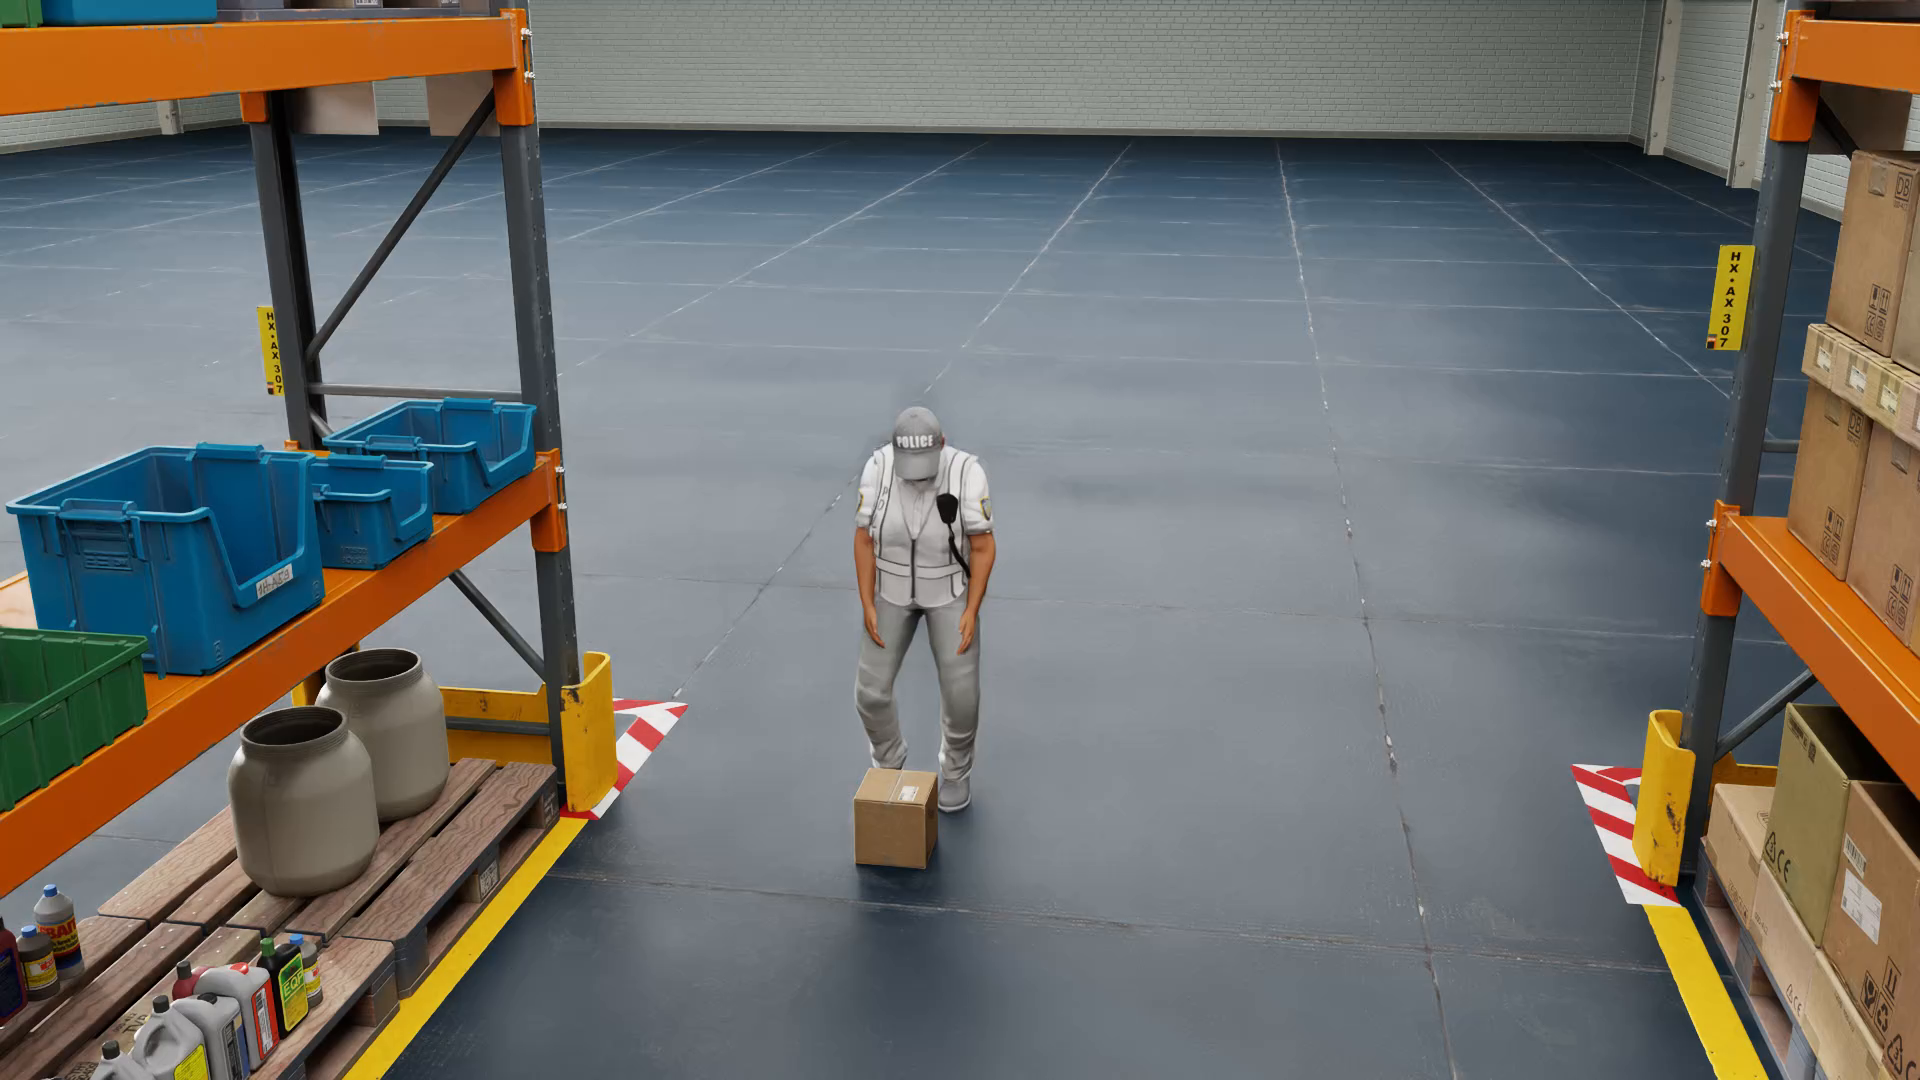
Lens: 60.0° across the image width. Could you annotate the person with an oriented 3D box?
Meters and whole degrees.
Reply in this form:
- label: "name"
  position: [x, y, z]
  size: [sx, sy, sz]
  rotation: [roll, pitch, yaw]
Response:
- label: "person"
  position: [-0.122, 0.233, 6.057]
  size: [0.519, 1.541, 0.591]
  rotation: [3, 18, 10]
